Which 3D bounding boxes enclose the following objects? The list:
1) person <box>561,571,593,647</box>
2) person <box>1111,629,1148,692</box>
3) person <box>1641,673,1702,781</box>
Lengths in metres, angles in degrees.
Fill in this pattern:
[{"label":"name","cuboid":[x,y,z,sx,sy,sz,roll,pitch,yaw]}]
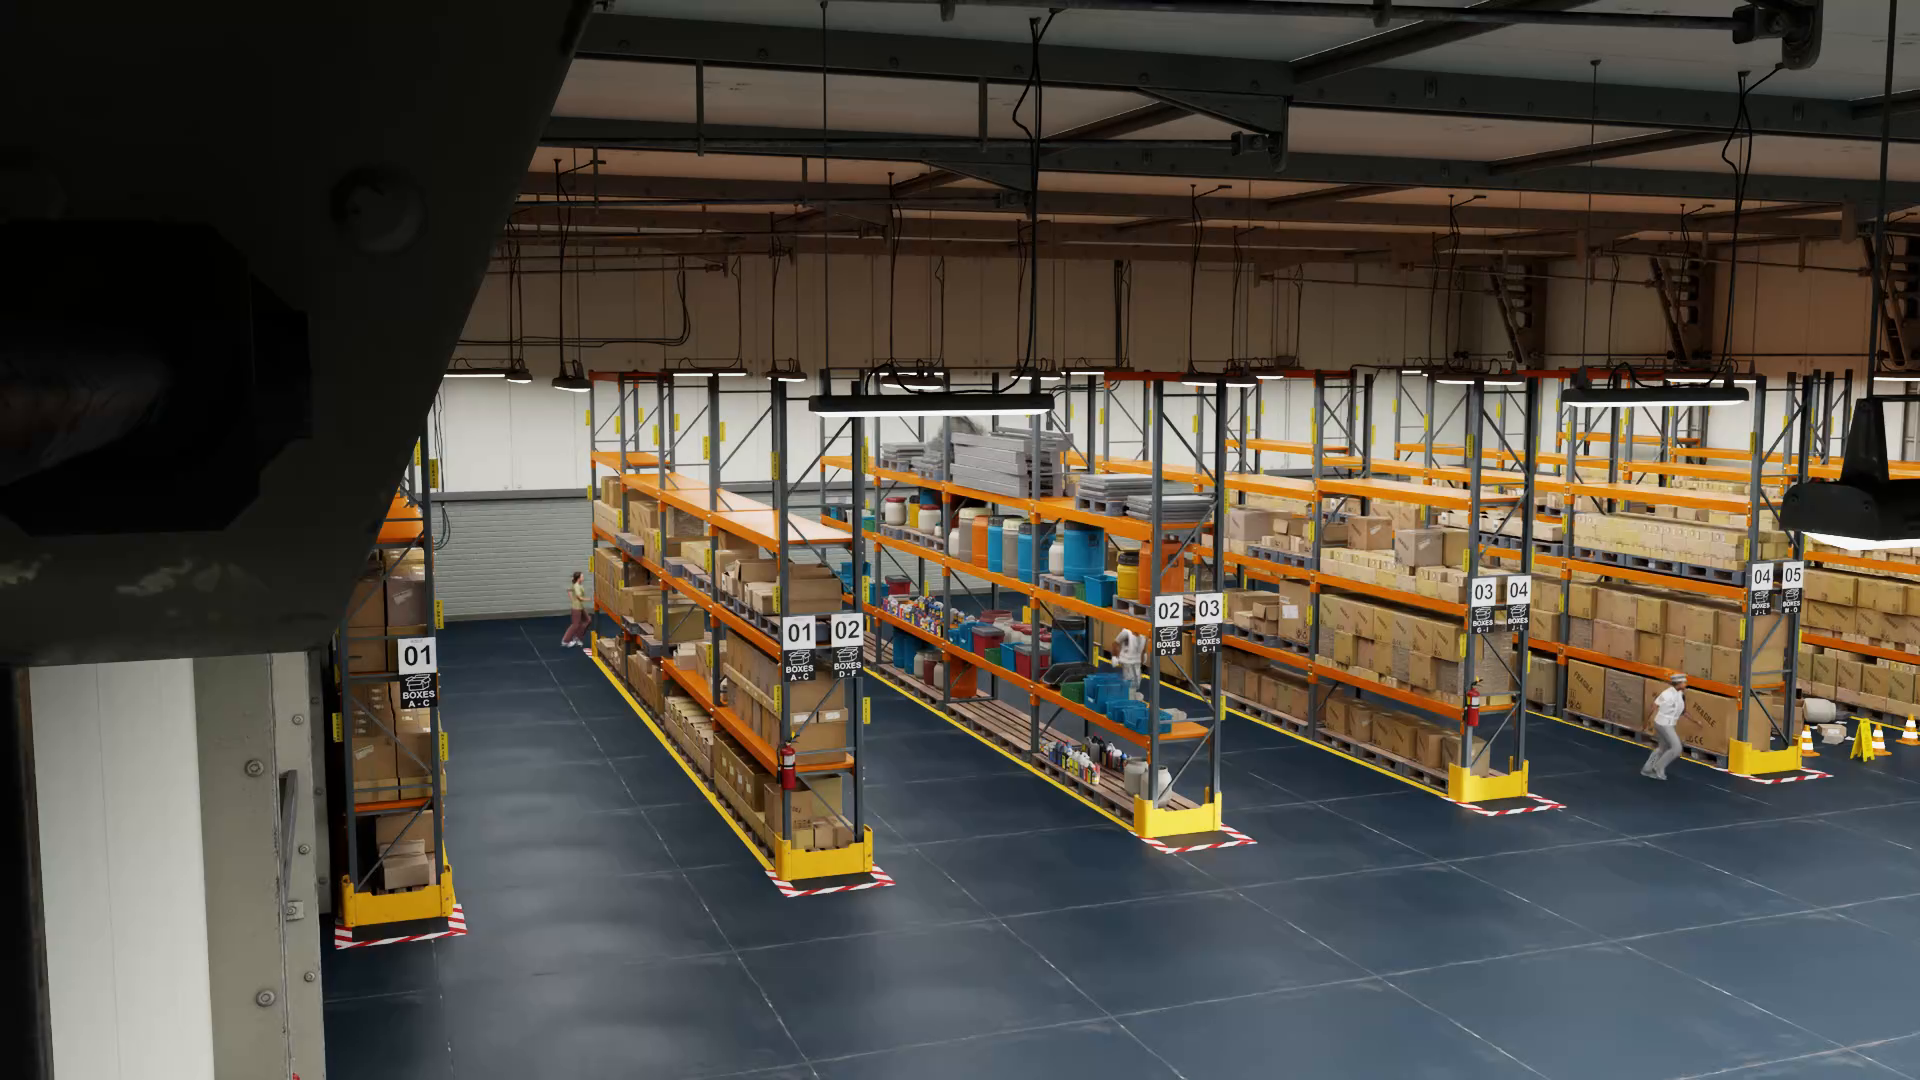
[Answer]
[{"label":"person","cuboid":[-8.287,1.507,35.977,0.697,1.673,0.569,-2,7,-15]},{"label":"person","cuboid":[3.030,2.174,29.691,0.673,1.711,0.693,-5,8,-38]},{"label":"person","cuboid":[10.568,2.762,24.688,0.777,1.608,0.562,5,8,38]}]
